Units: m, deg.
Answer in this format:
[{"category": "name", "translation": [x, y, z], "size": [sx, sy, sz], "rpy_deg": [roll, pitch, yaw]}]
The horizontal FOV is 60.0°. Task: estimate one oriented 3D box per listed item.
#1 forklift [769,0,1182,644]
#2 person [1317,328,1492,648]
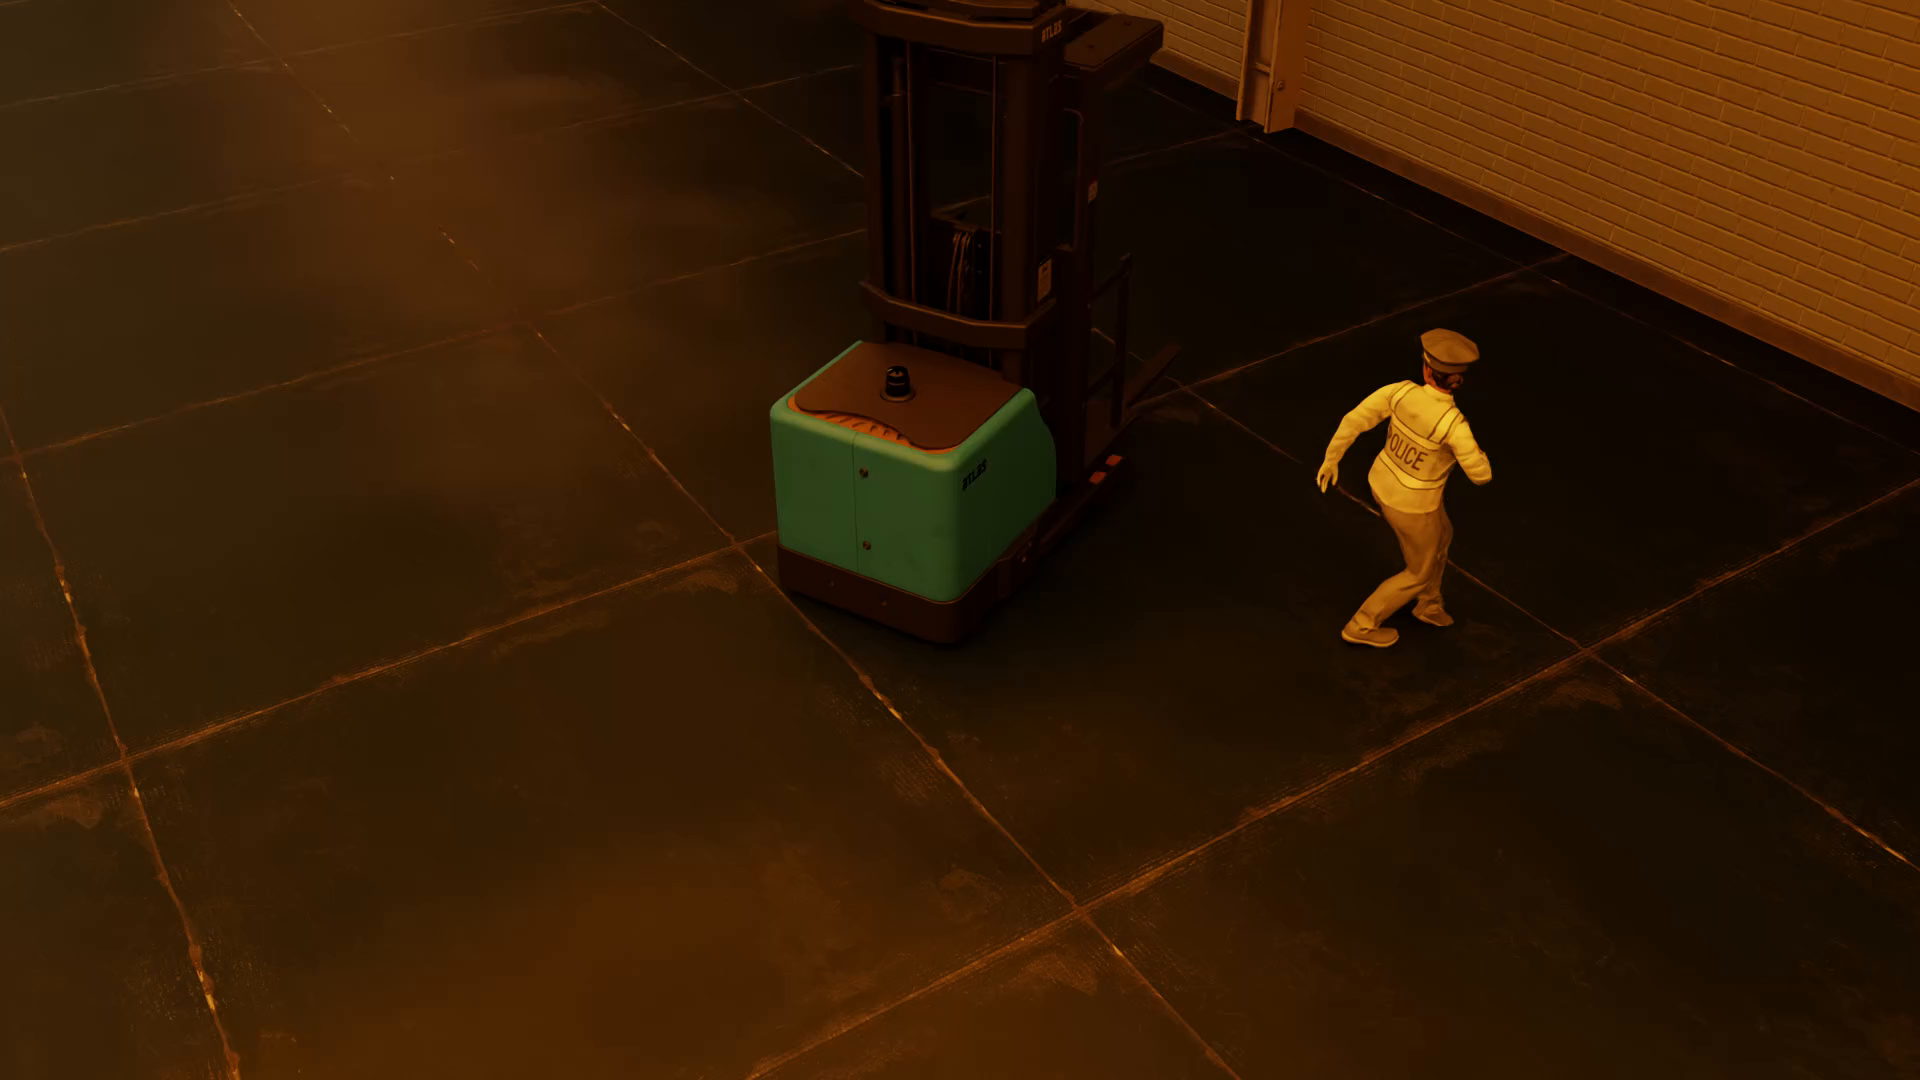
[{"category": "forklift", "translation": [0.276, -1.529, 8.324], "size": [1.130, 2.935, 3.031], "rpy_deg": [19, 39, 24]}, {"category": "person", "translation": [2.073, -0.180, 7.614], "size": [0.783, 1.666, 0.549], "rpy_deg": [-8, 36, -12]}]
